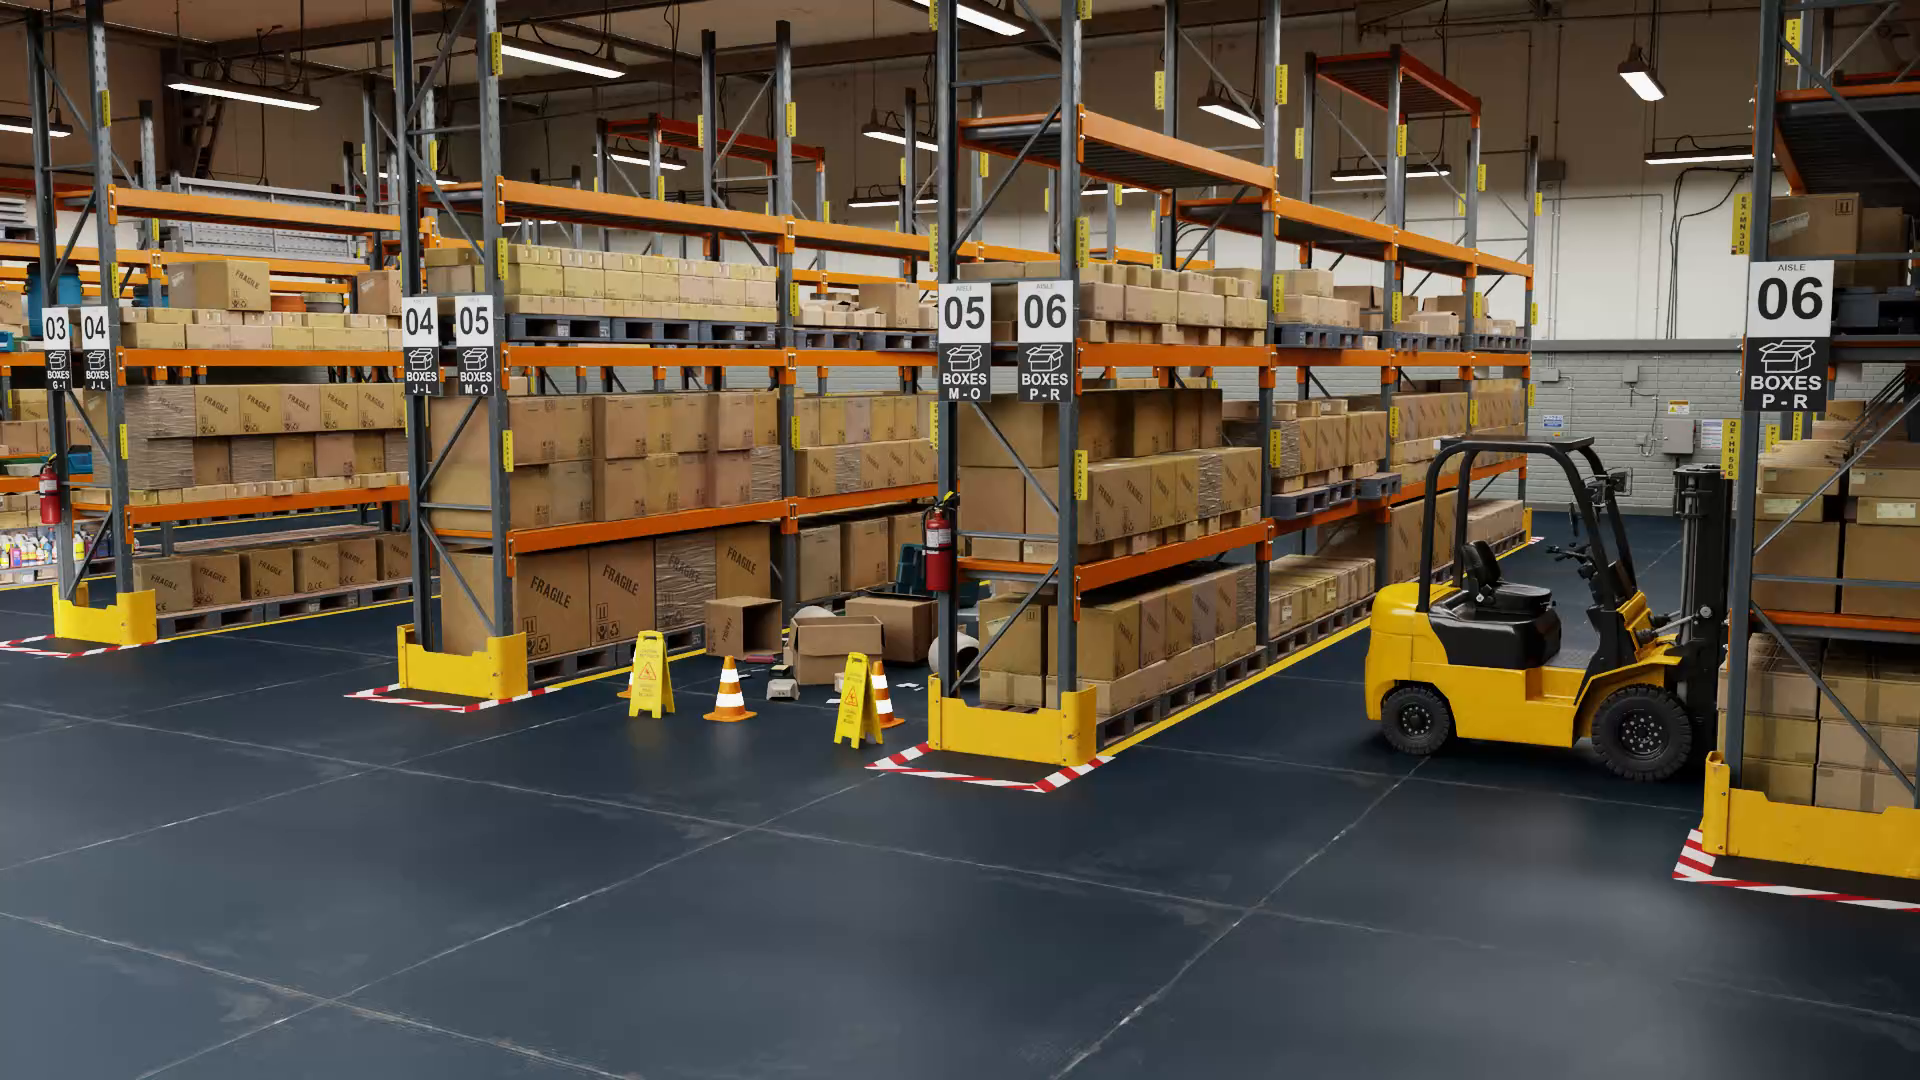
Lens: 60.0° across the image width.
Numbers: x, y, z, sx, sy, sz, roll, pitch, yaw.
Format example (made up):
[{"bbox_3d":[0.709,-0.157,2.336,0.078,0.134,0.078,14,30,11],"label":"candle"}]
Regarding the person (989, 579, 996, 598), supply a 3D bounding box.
[{"bbox_3d":[0.508,-0.154,18.851,0.410,1.669,0.507,3,7,27],"label":"person"}]
